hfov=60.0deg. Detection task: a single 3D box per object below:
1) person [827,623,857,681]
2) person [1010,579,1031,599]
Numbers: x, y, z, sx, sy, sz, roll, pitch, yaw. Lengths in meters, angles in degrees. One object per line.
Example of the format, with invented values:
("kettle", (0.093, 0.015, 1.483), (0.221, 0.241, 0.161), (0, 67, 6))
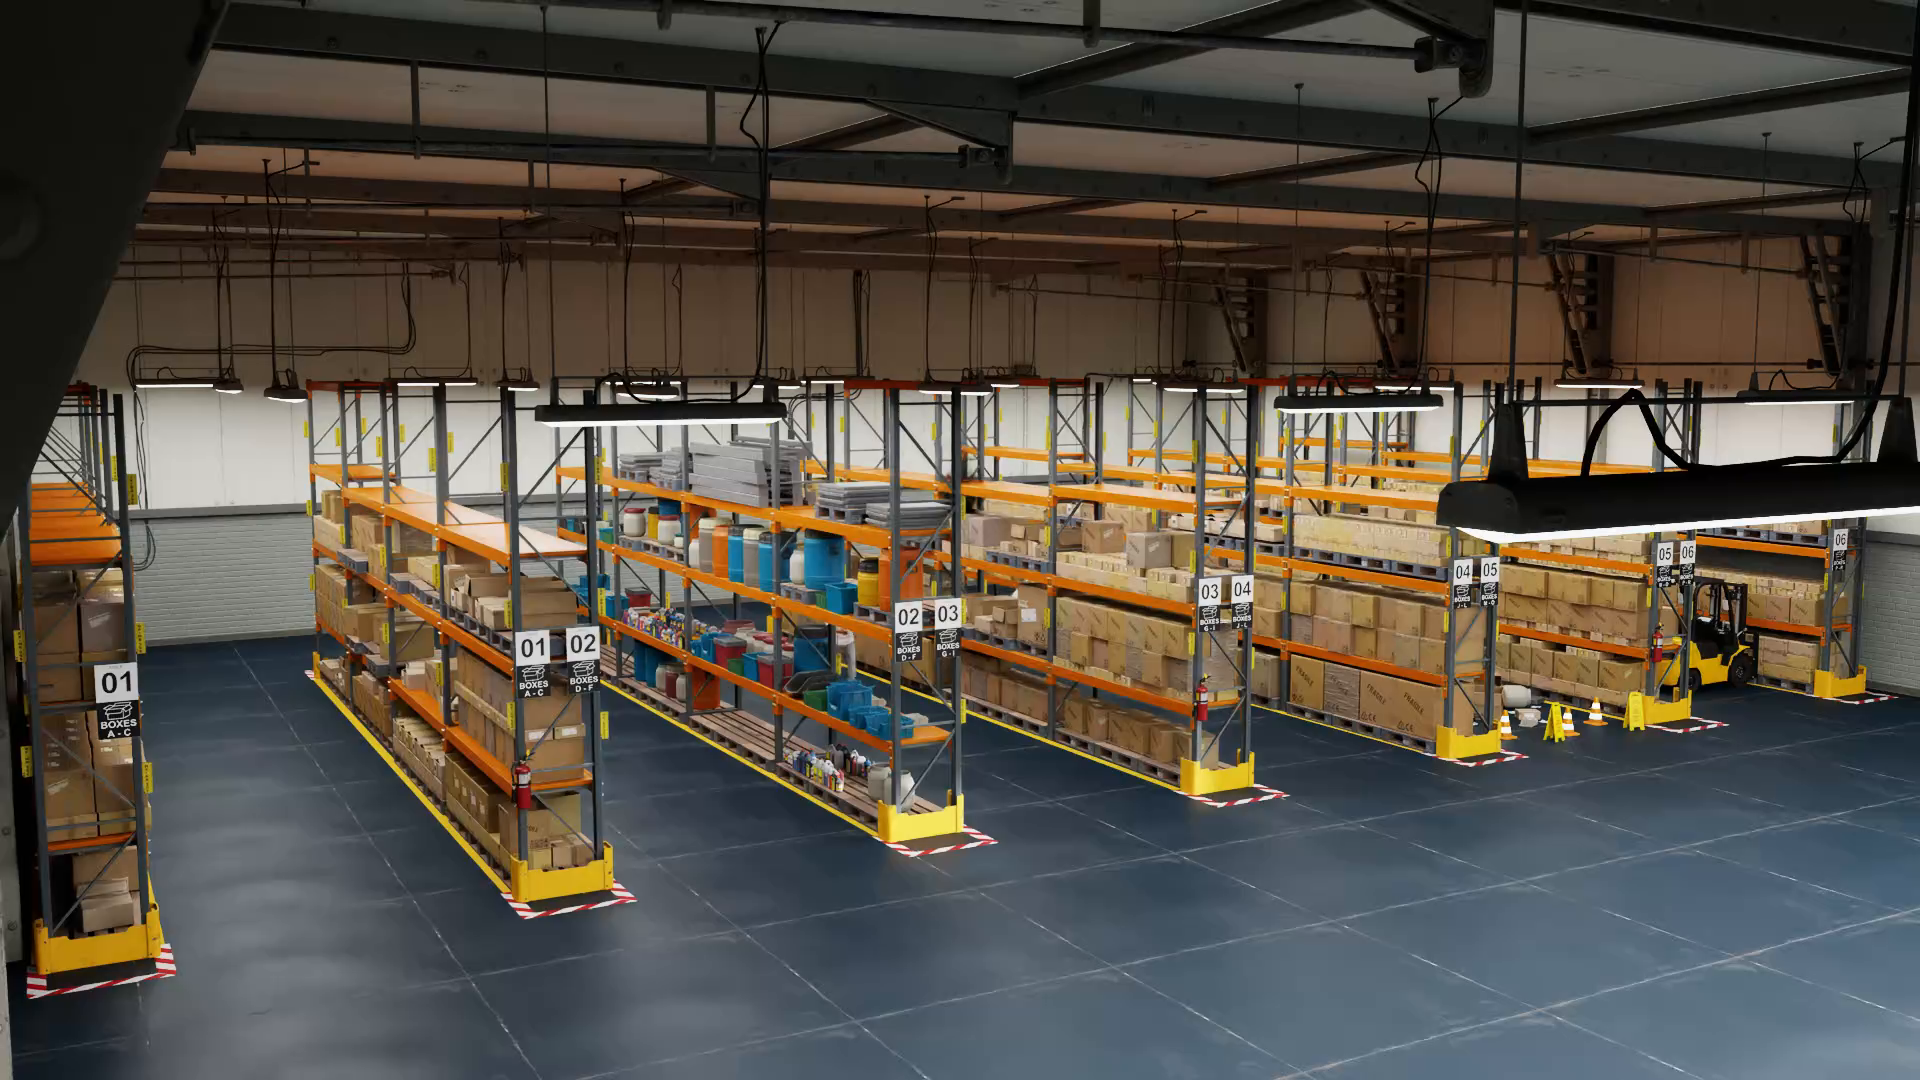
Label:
("person", (-2.141, 1.906, 30.506), (0.699, 1.808, 0.915), (-5, 8, -39))
("person", (1.411, 1.590, 35.529), (0.673, 1.679, 0.943), (-3, 7, -25))
